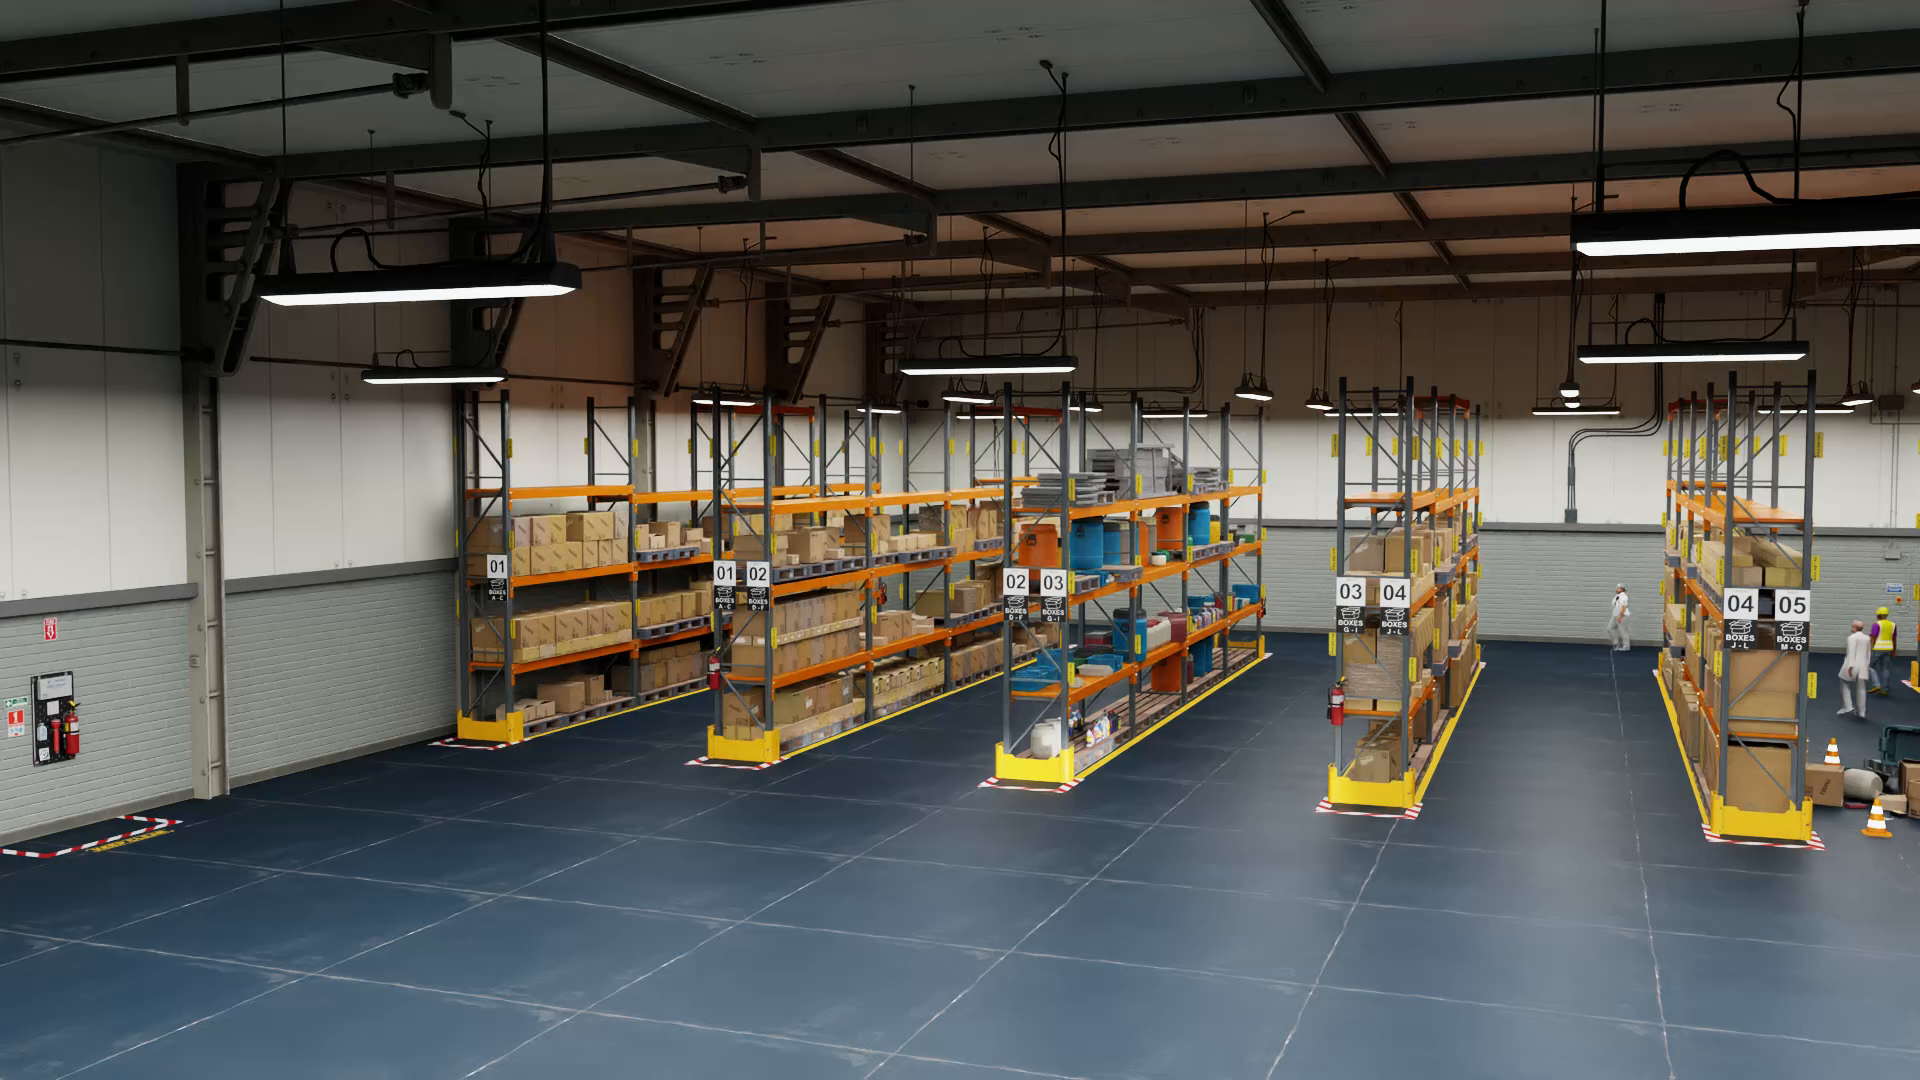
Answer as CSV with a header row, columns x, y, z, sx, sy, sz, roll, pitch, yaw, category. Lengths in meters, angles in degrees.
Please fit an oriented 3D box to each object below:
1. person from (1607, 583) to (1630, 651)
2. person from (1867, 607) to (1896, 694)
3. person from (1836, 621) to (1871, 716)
x,y,z,sx,sy,sz,roll,pitch,yaw,category
16.285,1.934,41.045,0.492,1.732,0.519,0,3,0,person
18.794,2.261,33.933,0.609,1.787,0.384,0,3,-8,person
16.780,2.420,31.061,0.570,1.814,0.595,0,3,6,person
